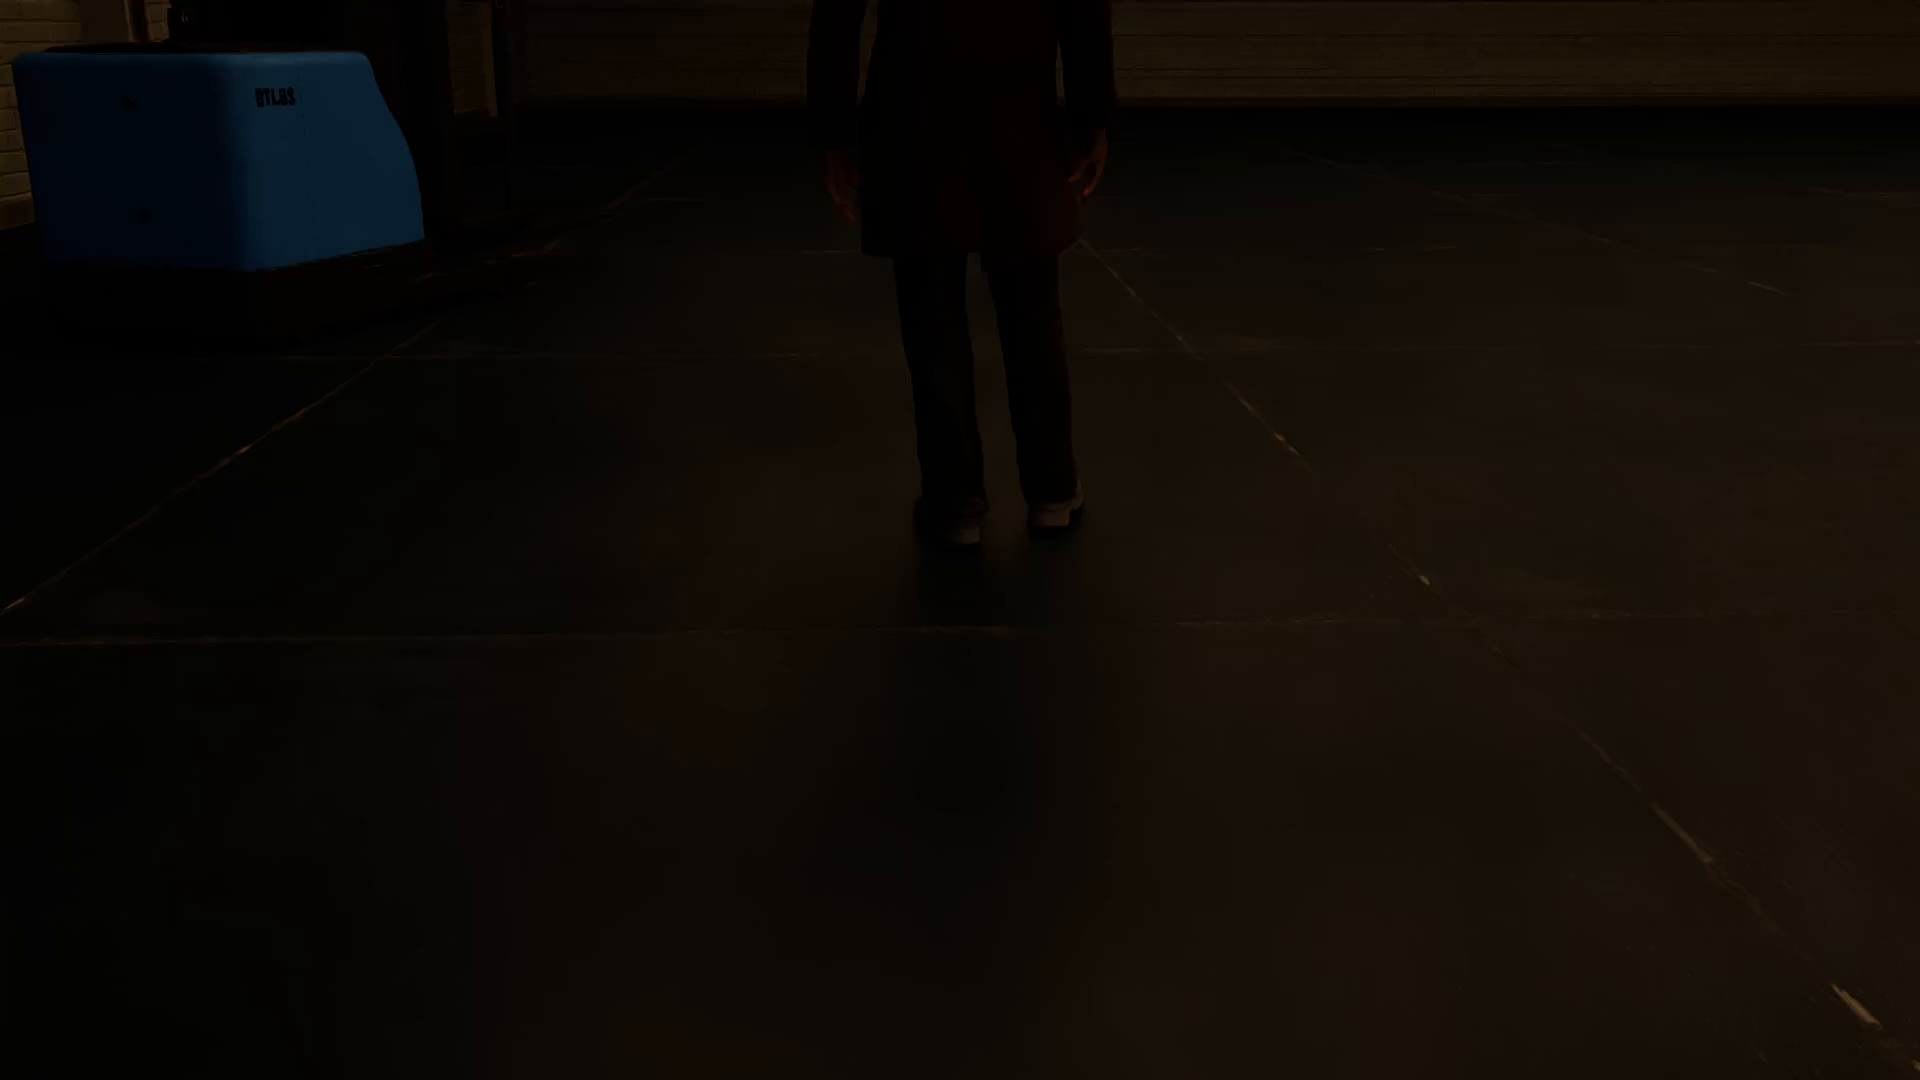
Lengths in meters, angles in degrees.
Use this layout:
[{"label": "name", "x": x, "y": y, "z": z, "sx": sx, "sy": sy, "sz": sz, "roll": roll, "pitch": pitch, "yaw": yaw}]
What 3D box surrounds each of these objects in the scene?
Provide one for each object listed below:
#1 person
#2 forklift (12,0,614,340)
[{"label": "person", "x": 0.000, "y": -0.884, "z": 3.743, "sx": 0.694, "sy": 1.776, "sz": 0.580, "roll": -1, "pitch": 17, "yaw": -3}, {"label": "forklift", "x": -2.608, "y": -2.542, "z": 7.218, "sx": 1.130, "sy": 2.935, "sz": 3.031, "roll": 5, "pitch": 18, "yaw": 16}]
